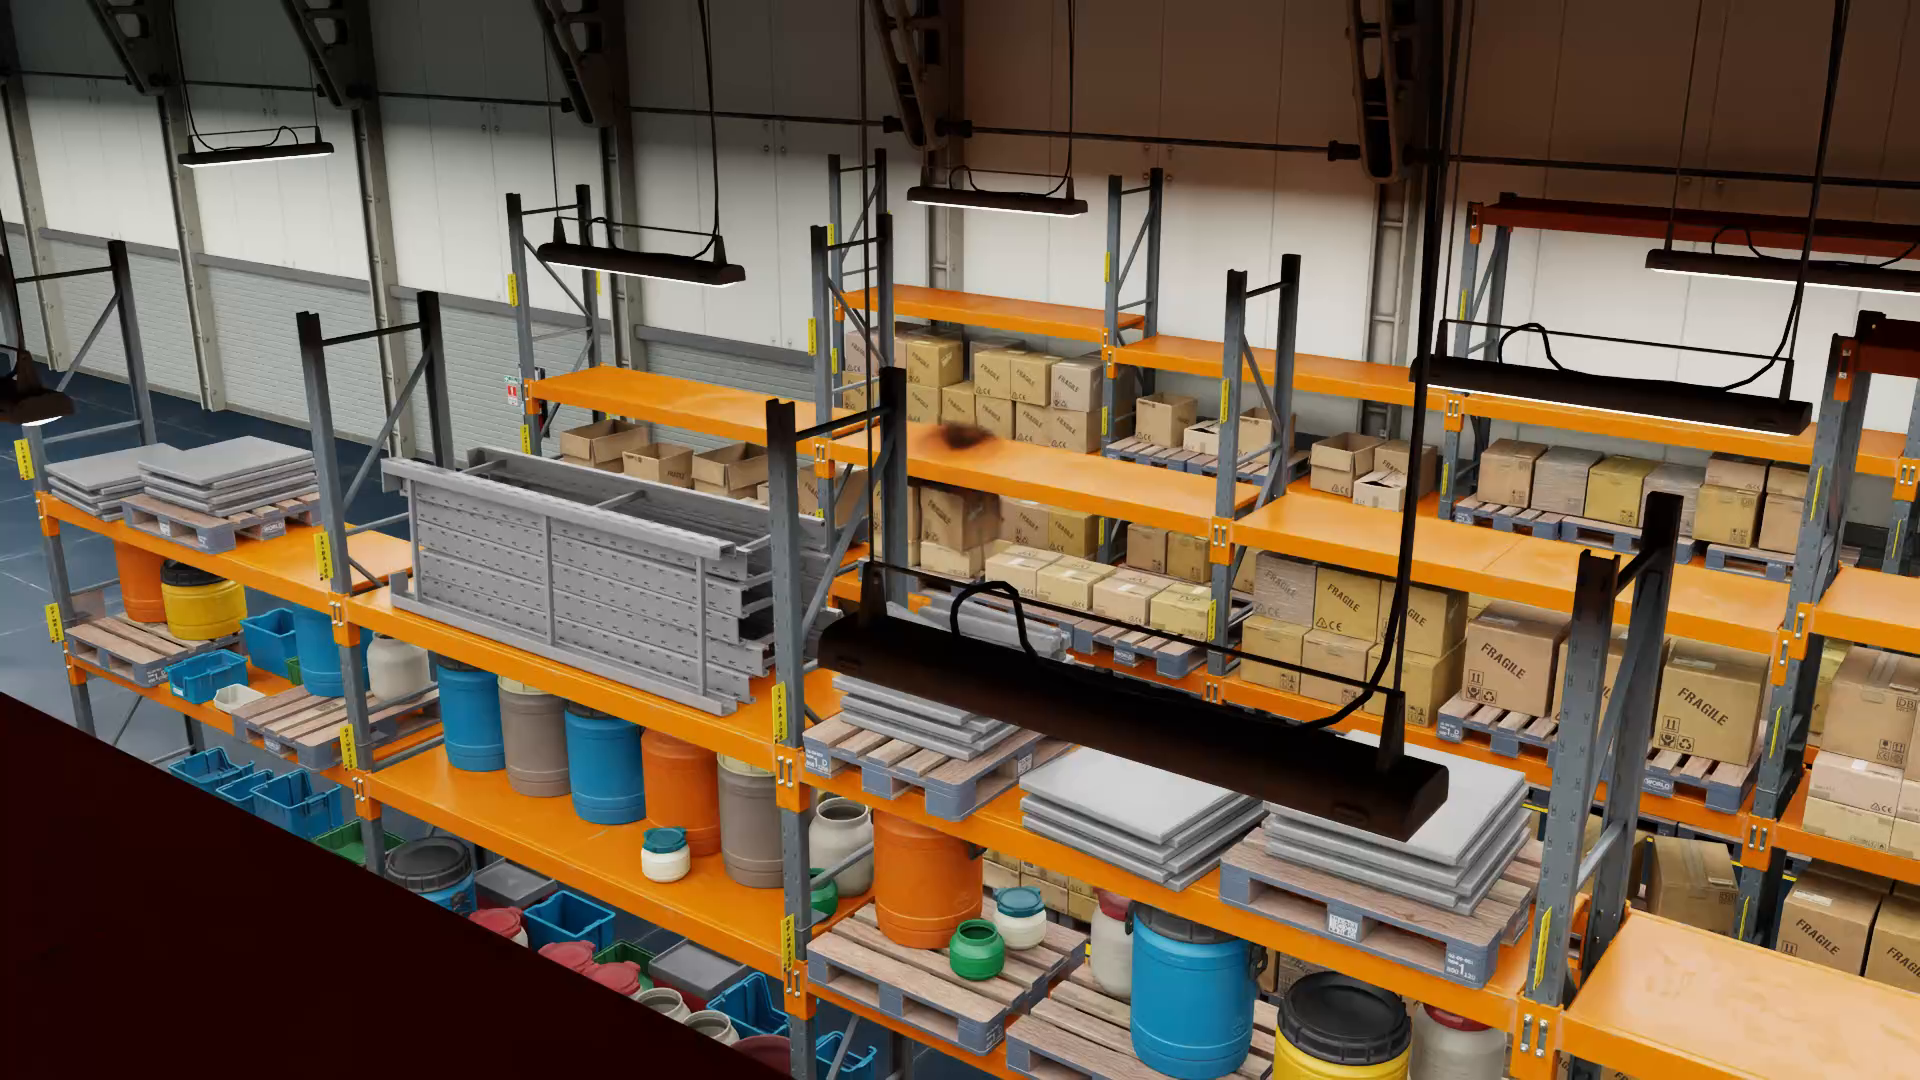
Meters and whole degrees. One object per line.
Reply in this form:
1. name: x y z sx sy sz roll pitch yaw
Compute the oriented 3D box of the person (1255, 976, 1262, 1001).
1. person: 1.884 3.519 11.853 0.558 1.735 0.391 13 22 33
